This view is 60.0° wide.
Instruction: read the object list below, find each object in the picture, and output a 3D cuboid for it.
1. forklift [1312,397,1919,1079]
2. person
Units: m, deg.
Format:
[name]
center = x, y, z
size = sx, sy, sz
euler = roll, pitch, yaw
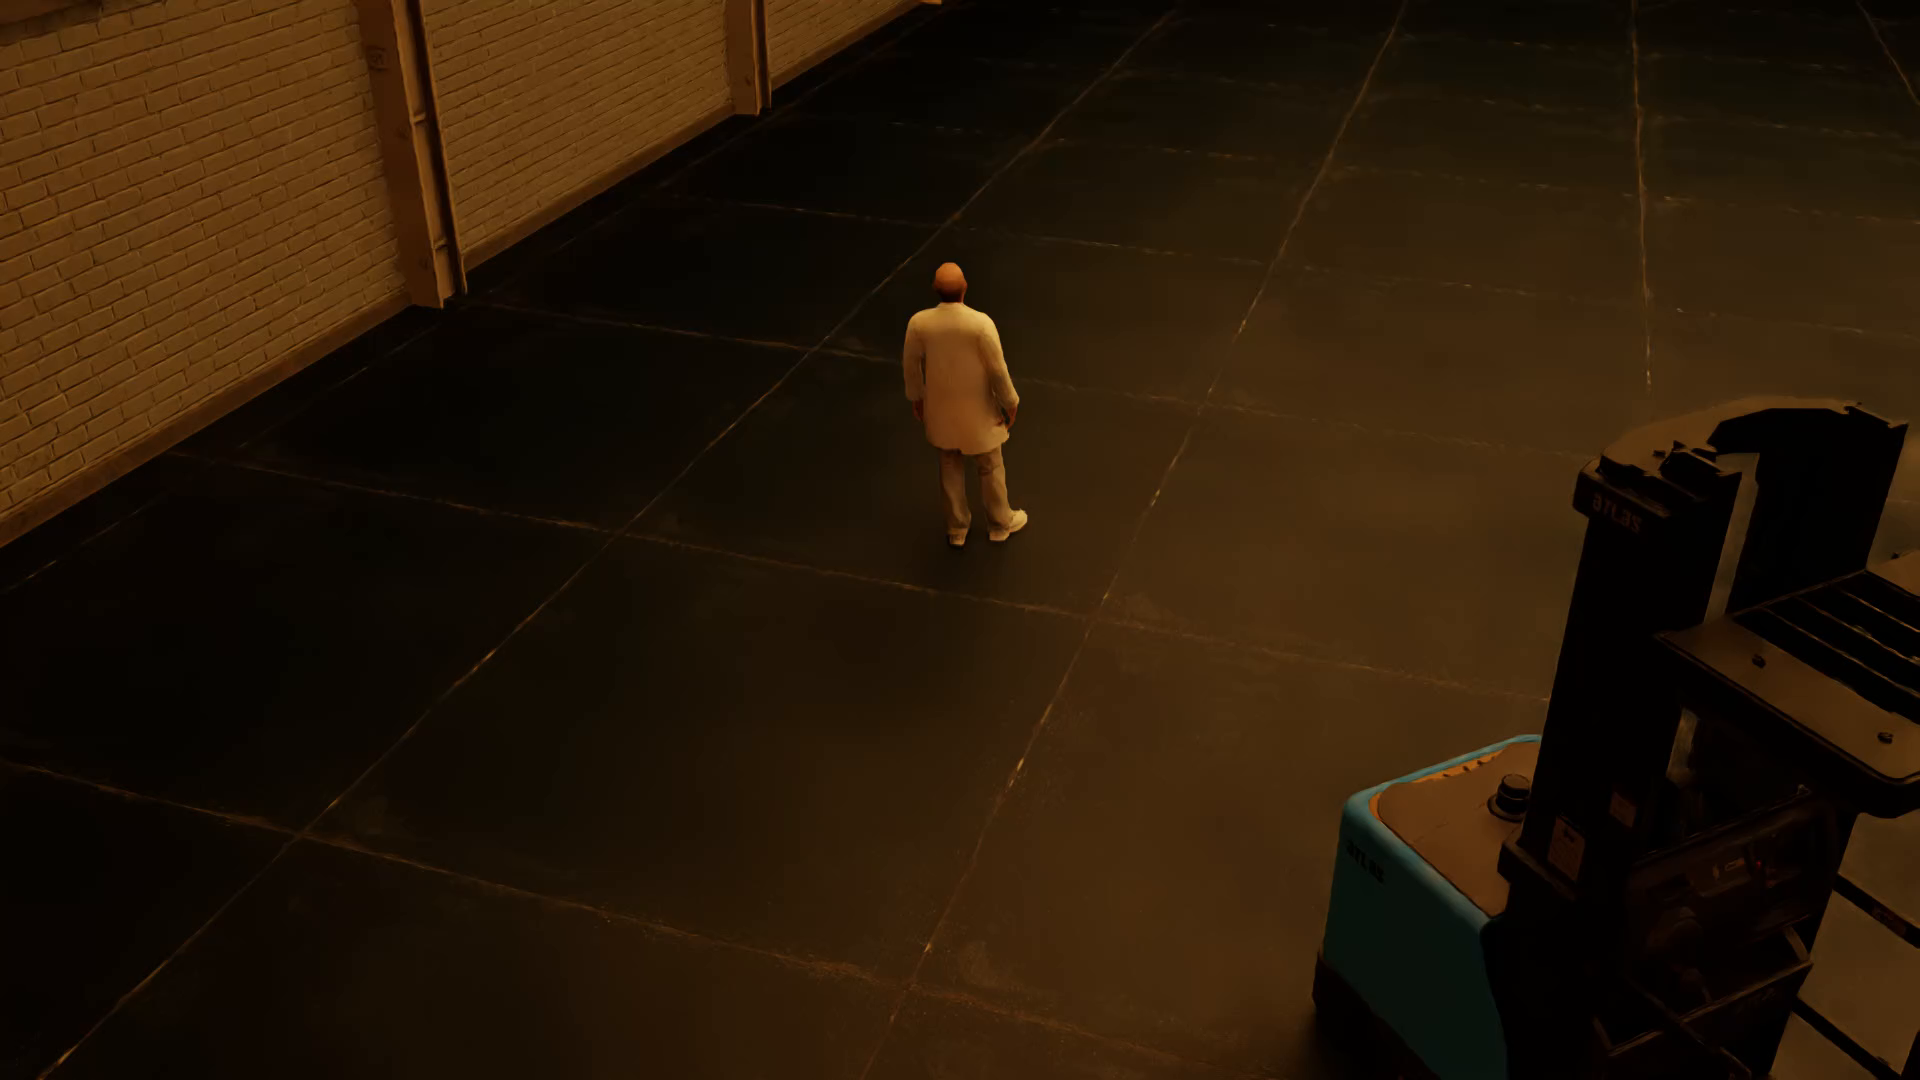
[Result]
[forklift]
center = 2.534, 1.167, 5.089
size = 1.130, 2.935, 3.031
euler = -14, 33, -23
[person]
center = 0.034, -0.821, 9.726
size = 0.694, 1.776, 0.579
euler = 10, 31, 16
